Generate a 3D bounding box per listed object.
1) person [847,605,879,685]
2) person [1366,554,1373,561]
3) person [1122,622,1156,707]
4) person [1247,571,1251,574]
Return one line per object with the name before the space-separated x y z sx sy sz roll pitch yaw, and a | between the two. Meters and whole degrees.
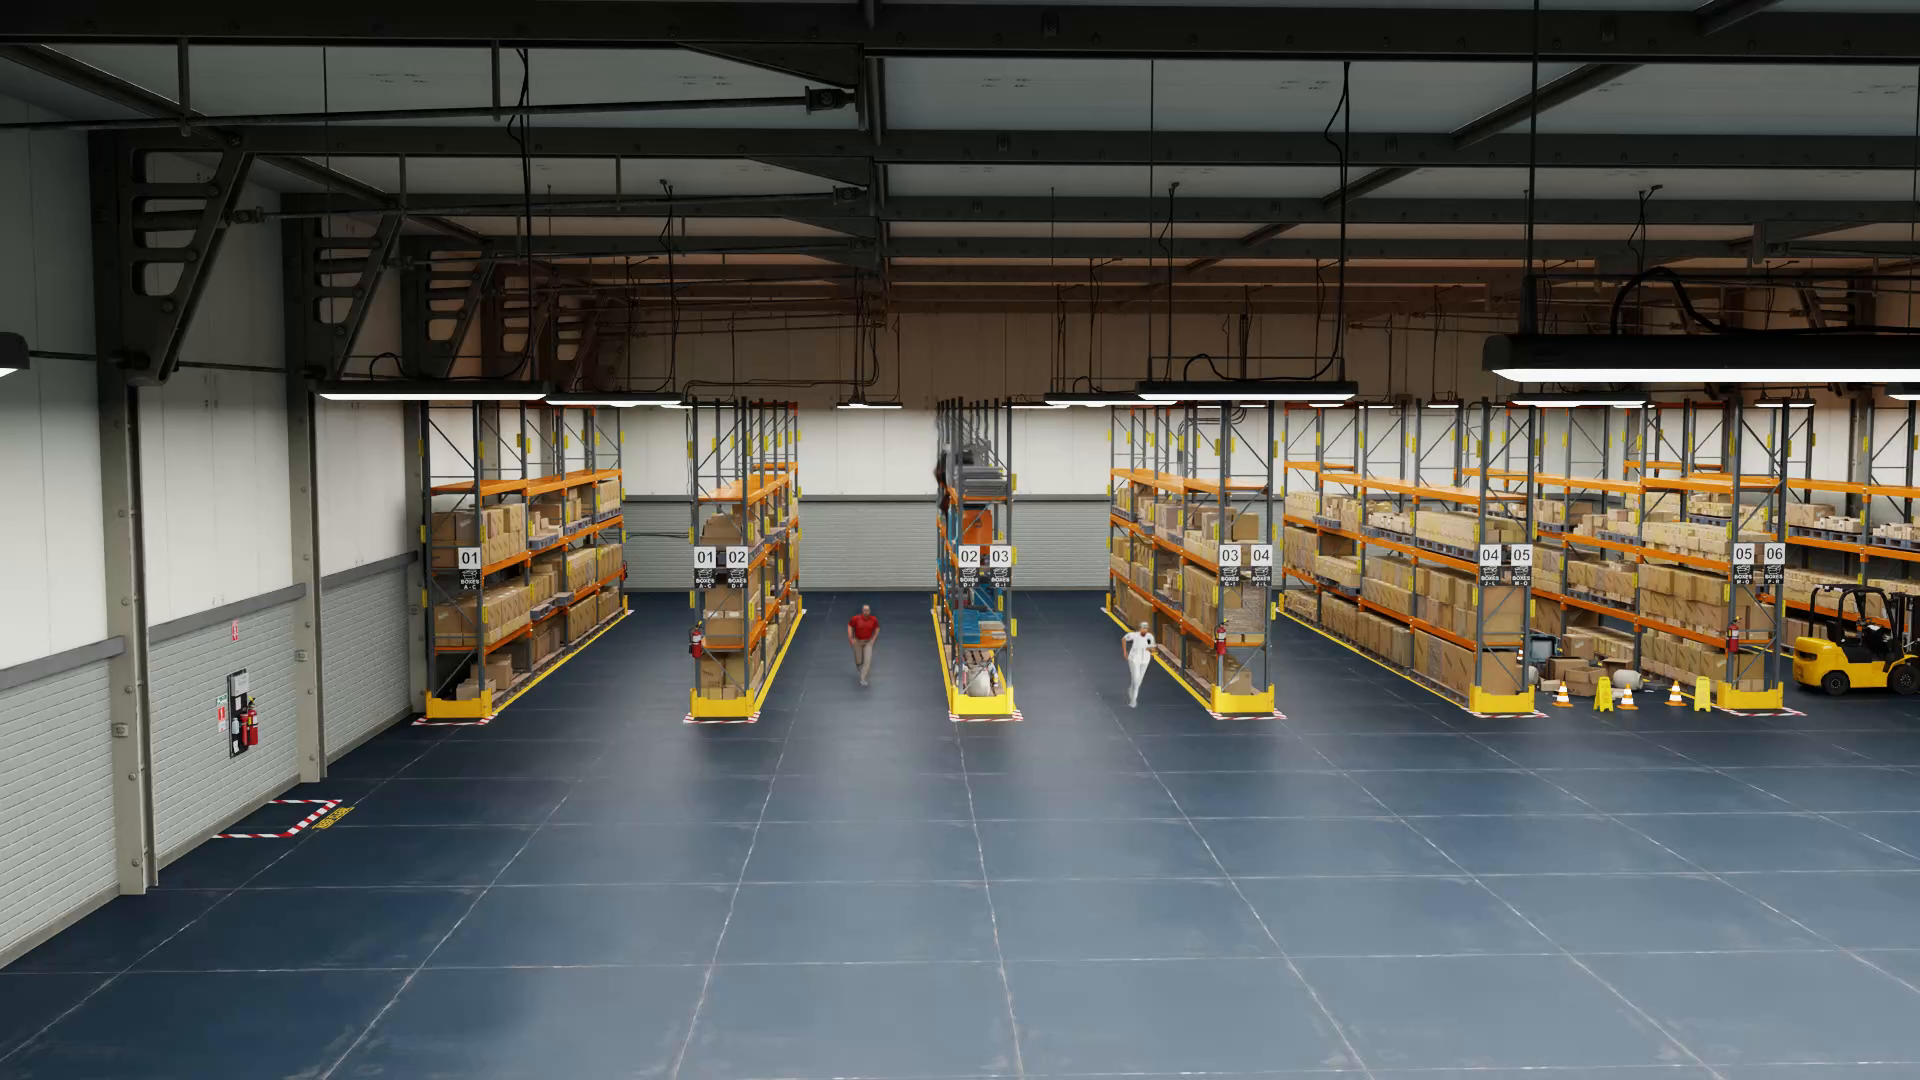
person | -2.043 2.198 35.139 0.683 1.708 0.784 -1 4 -11
person | 11.601 1.226 47.228 0.673 1.678 0.576 -2 5 -27
person | 3.495 2.431 32.523 0.597 1.718 0.799 -1 5 -15
person | 8.164 1.383 45.839 0.580 1.626 0.638 0 4 0
